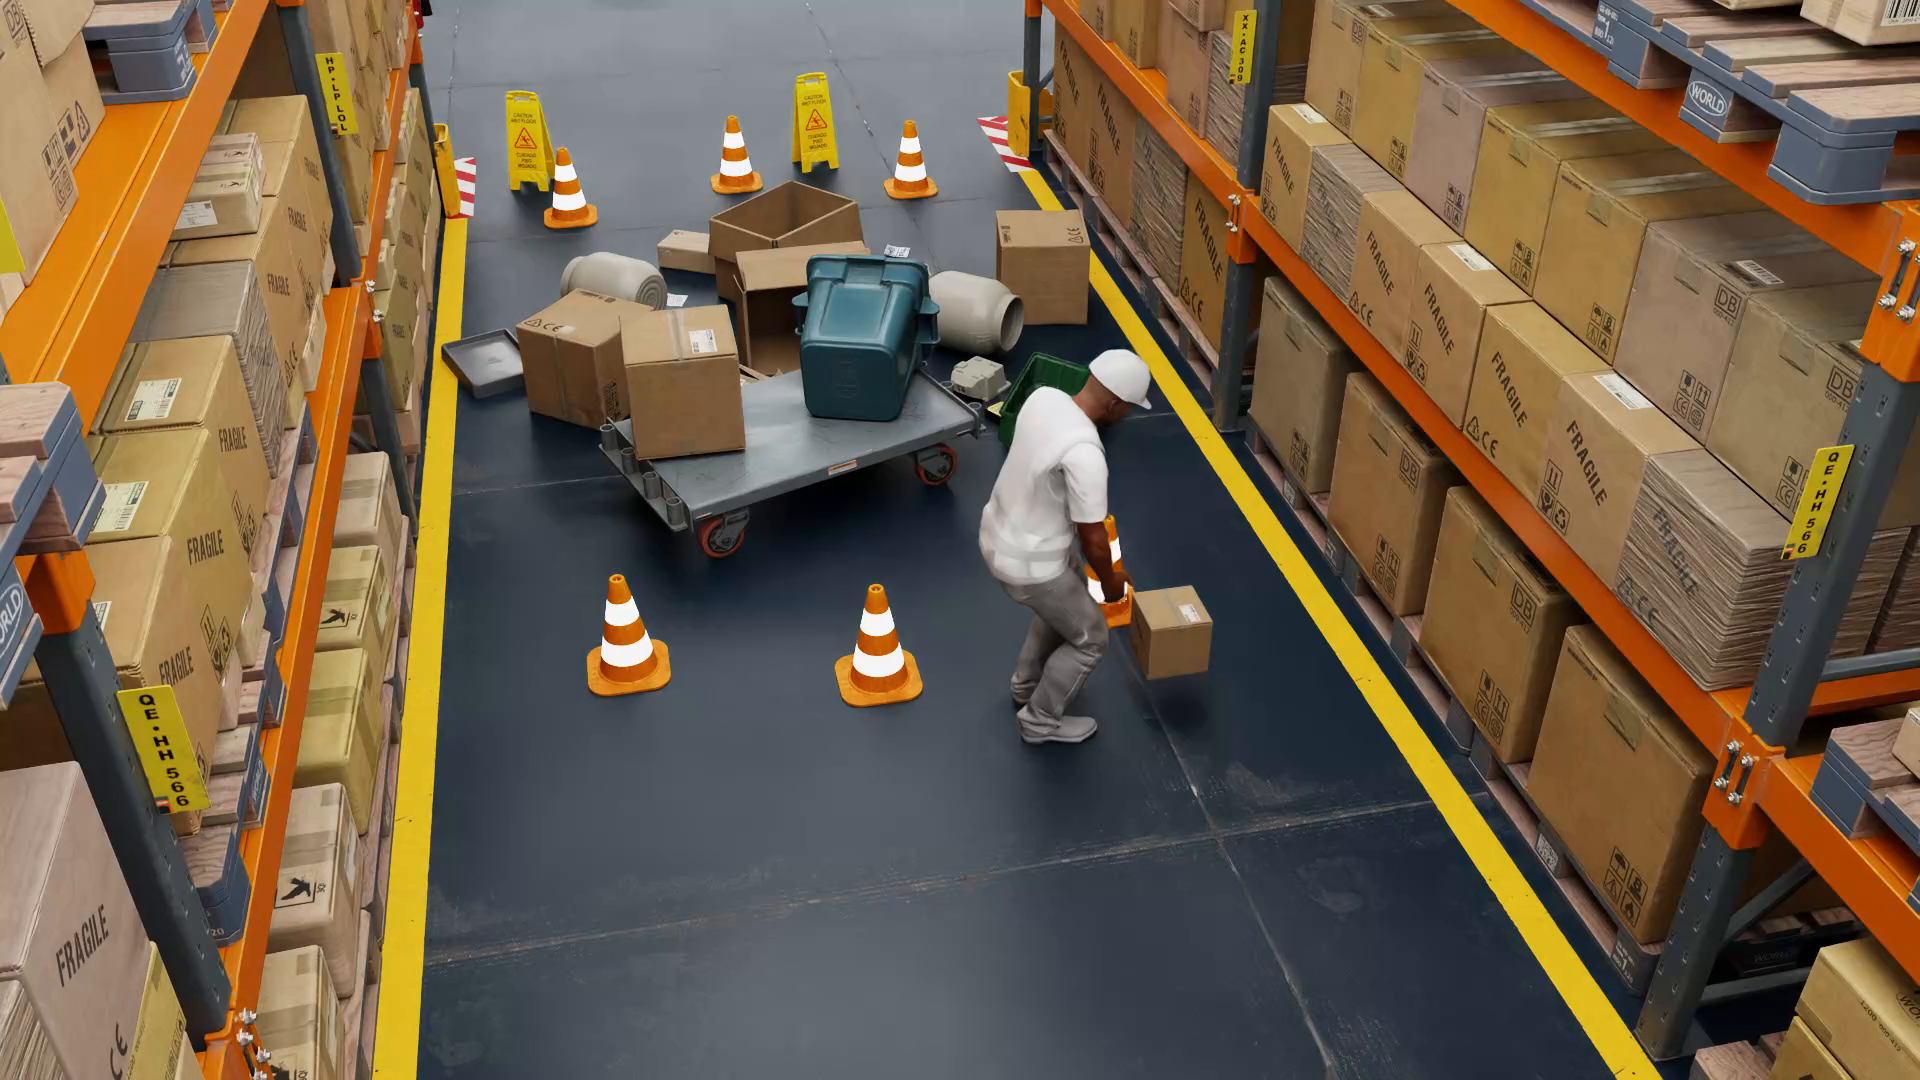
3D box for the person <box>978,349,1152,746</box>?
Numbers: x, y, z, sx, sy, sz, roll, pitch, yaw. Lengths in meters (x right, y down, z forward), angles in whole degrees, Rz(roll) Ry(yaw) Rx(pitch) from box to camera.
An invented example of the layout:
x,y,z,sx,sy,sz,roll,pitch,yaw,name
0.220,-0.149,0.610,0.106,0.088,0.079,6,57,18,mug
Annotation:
x,y,z,sx,sy,sz,roll,pitch,yaw,name
0.384,0.016,6.257,0.622,1.591,0.620,-7,35,-10,person
